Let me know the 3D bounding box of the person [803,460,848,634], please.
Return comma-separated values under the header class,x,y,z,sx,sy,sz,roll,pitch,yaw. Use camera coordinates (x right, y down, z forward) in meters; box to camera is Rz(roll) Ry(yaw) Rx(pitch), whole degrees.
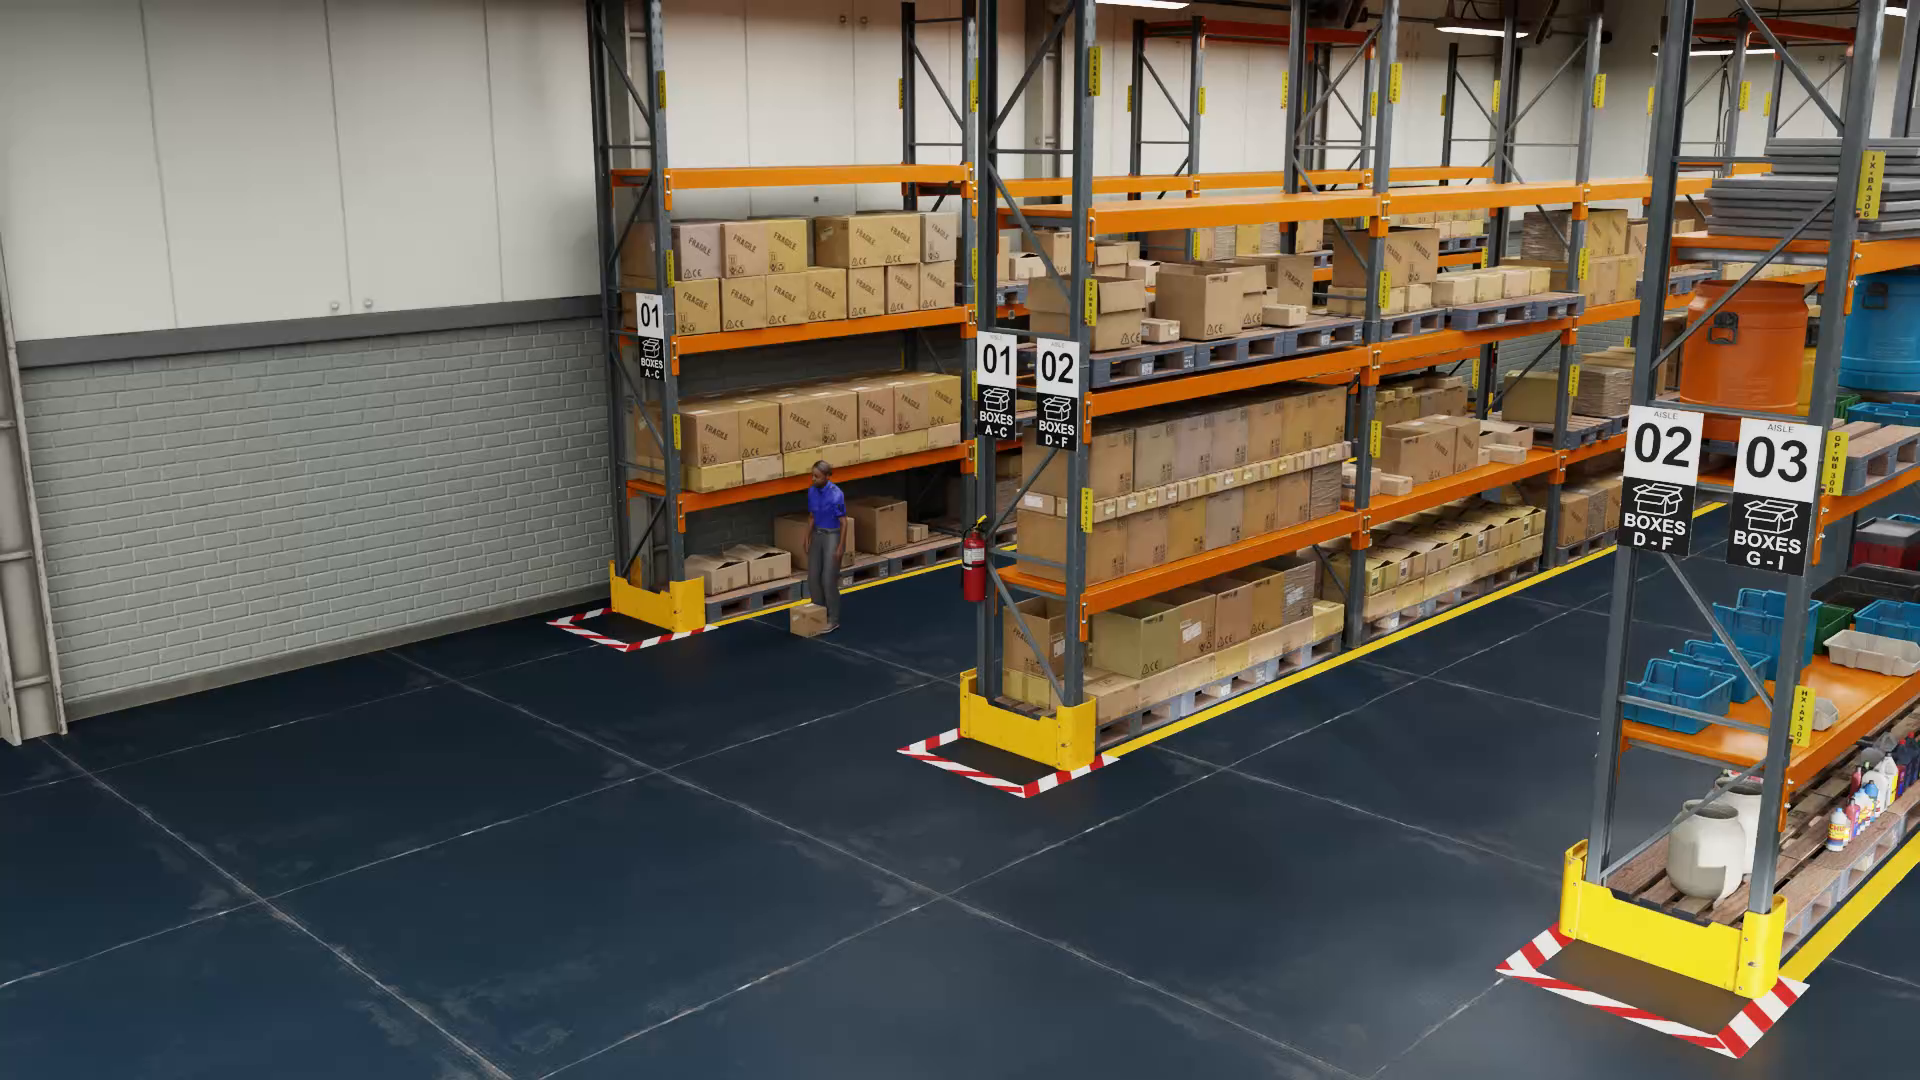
class,x,y,z,sx,sy,sz,roll,pitch,yaw
person,-1.304,0.044,15.826,0.529,1.656,0.395,12,18,40
